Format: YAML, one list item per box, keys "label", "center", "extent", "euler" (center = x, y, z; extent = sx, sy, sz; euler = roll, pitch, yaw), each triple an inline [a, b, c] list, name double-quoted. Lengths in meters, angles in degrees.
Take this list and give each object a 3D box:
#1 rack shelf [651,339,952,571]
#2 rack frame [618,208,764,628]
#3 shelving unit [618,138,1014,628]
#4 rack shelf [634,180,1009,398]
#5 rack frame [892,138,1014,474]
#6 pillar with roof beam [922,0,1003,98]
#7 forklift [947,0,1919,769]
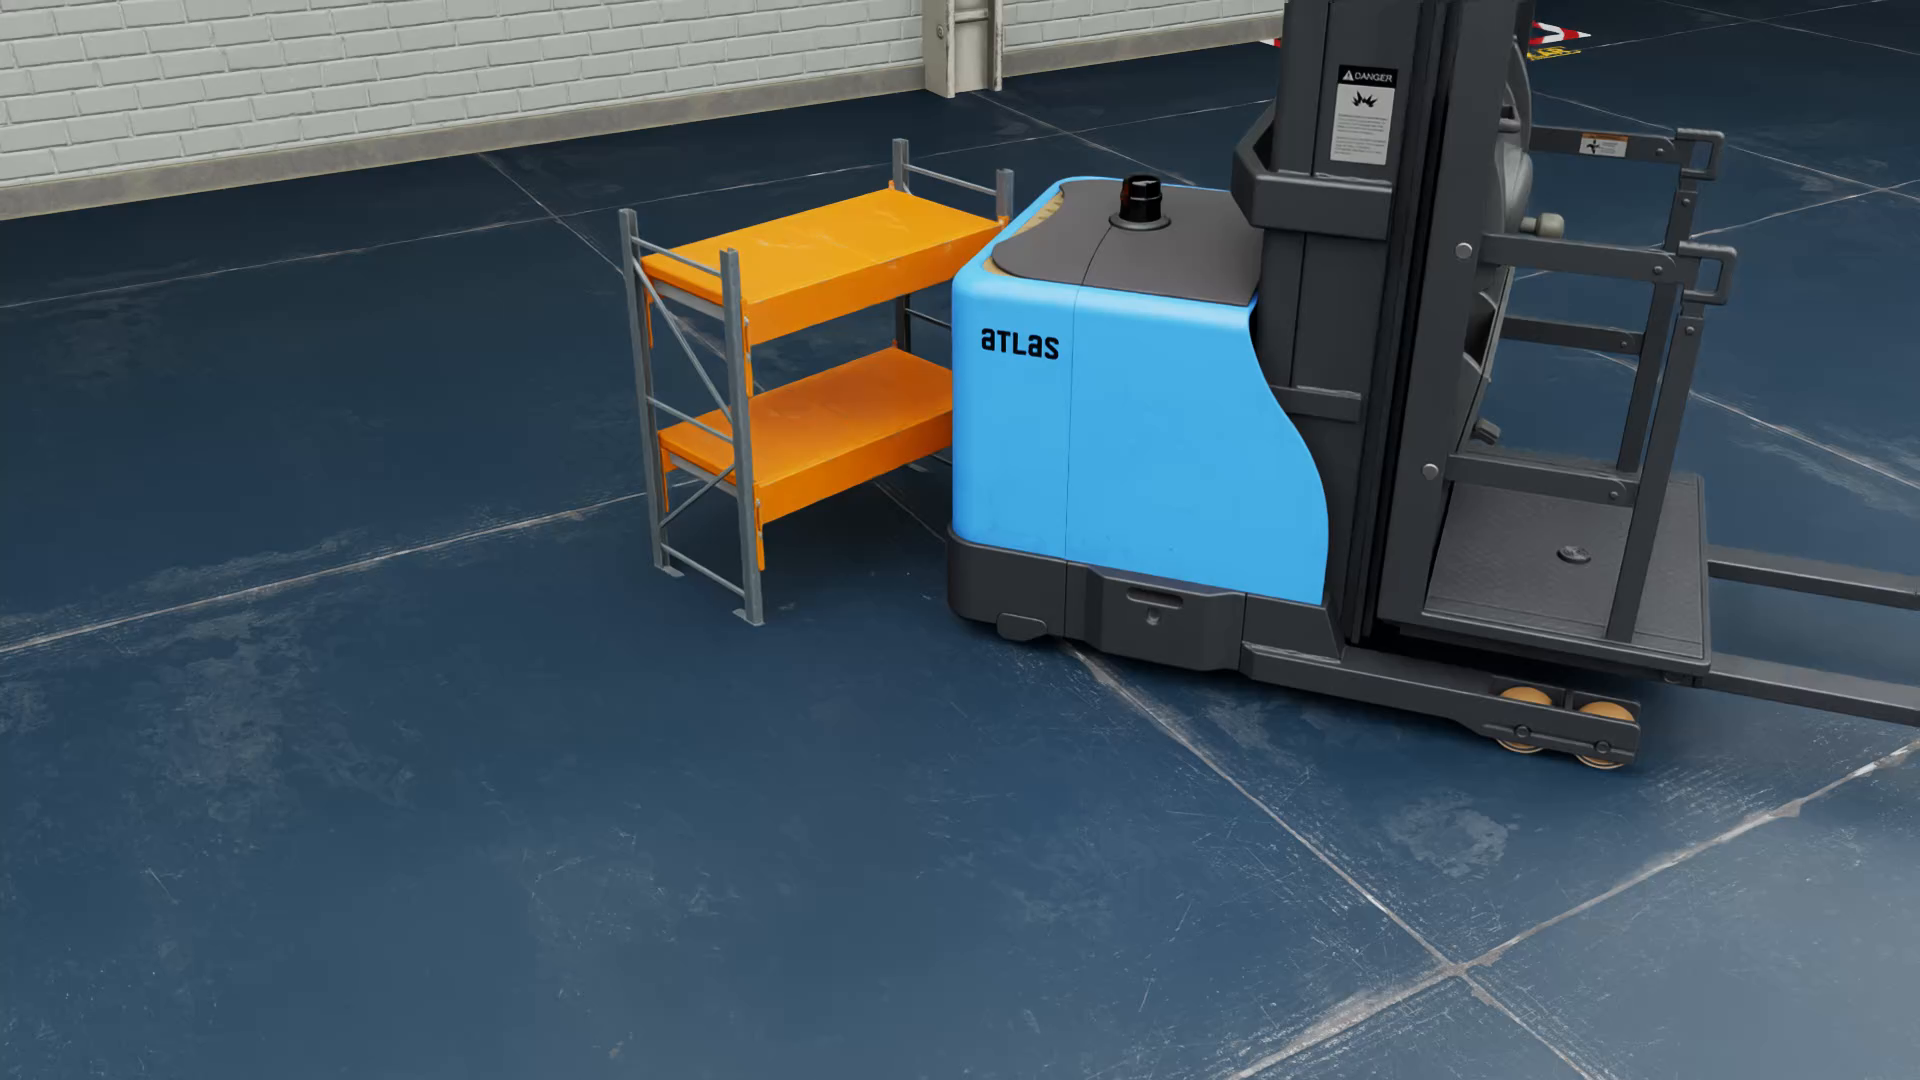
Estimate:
- label: "rack shelf"
  center: [-0.390, -0.289, 5.115]
  extent: [1.000, 0.278, 0.538]
  euler: [-25, 38, -38]
- label: "rack frame"
  center: [-0.753, -0.331, 4.686]
  extent: [0.032, 1.125, 0.500]
  euler: [-25, 38, -38]
- label: "shelving unit"
  center: [-0.390, -0.503, 4.997]
  extent: [1.048, 1.125, 0.538]
  euler: [-25, 38, -38]
- label: "rack shelf"
  center: [-0.390, -0.759, 4.855]
  extent: [1.000, 0.278, 0.538]
  euler: [-25, 38, -38]
- label: "rack frame"
  center: [-0.027, -0.675, 5.308]
  extent: [0.032, 1.125, 0.500]
  euler: [-25, 38, -38]
- label: "pillar with roof beam"
  center: [2.196, -4.950, 4.905]
  extent: [0.400, 9.000, 9.100]
  euler: [-16, 33, -26]
- label: "forklift"
  center: [1.536, -0.995, 4.020]
  extent: [3.031, 2.935, 1.130]
  euler: [10, 30, 18]
